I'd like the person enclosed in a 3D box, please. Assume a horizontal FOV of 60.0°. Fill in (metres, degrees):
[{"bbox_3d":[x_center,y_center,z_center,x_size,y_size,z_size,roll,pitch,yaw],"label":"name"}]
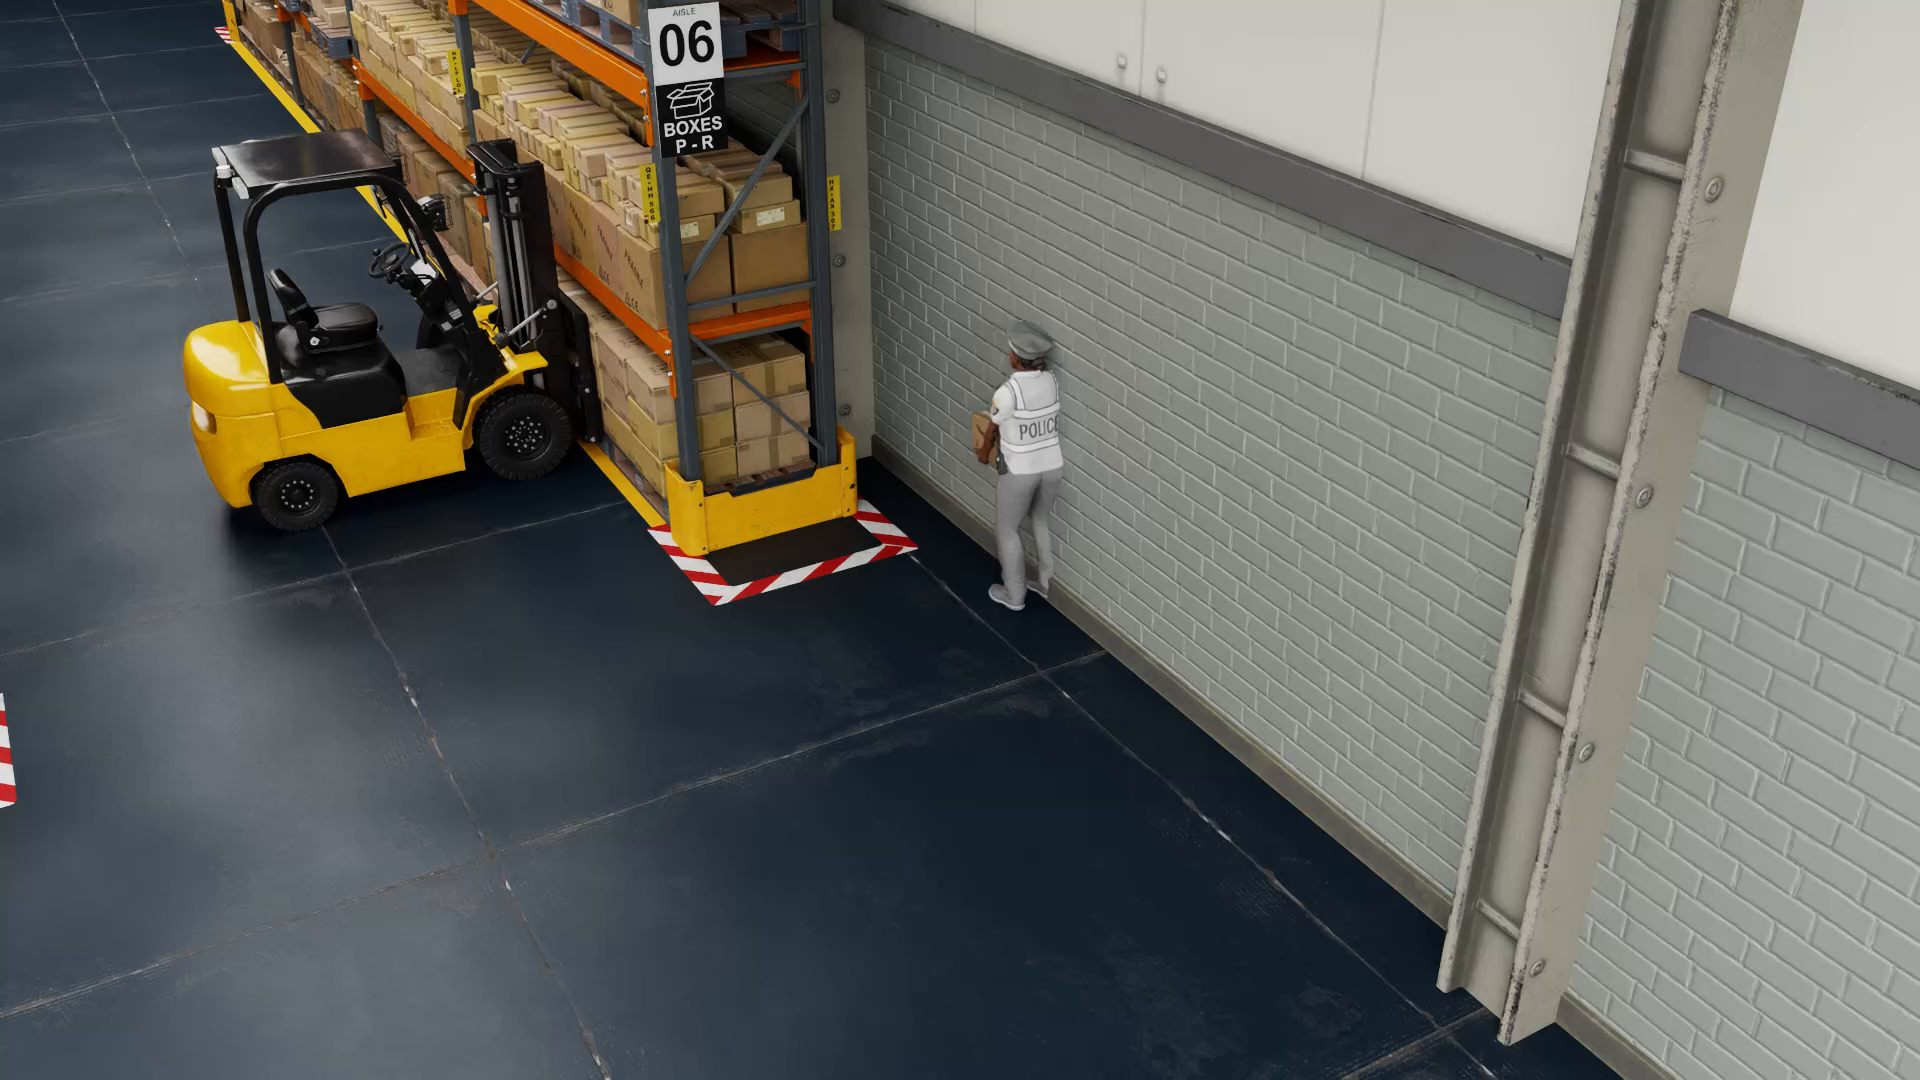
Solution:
[{"bbox_3d":[0.335,-0.427,9.308,0.416,1.683,0.531,-17,33,-27],"label":"person"}]
